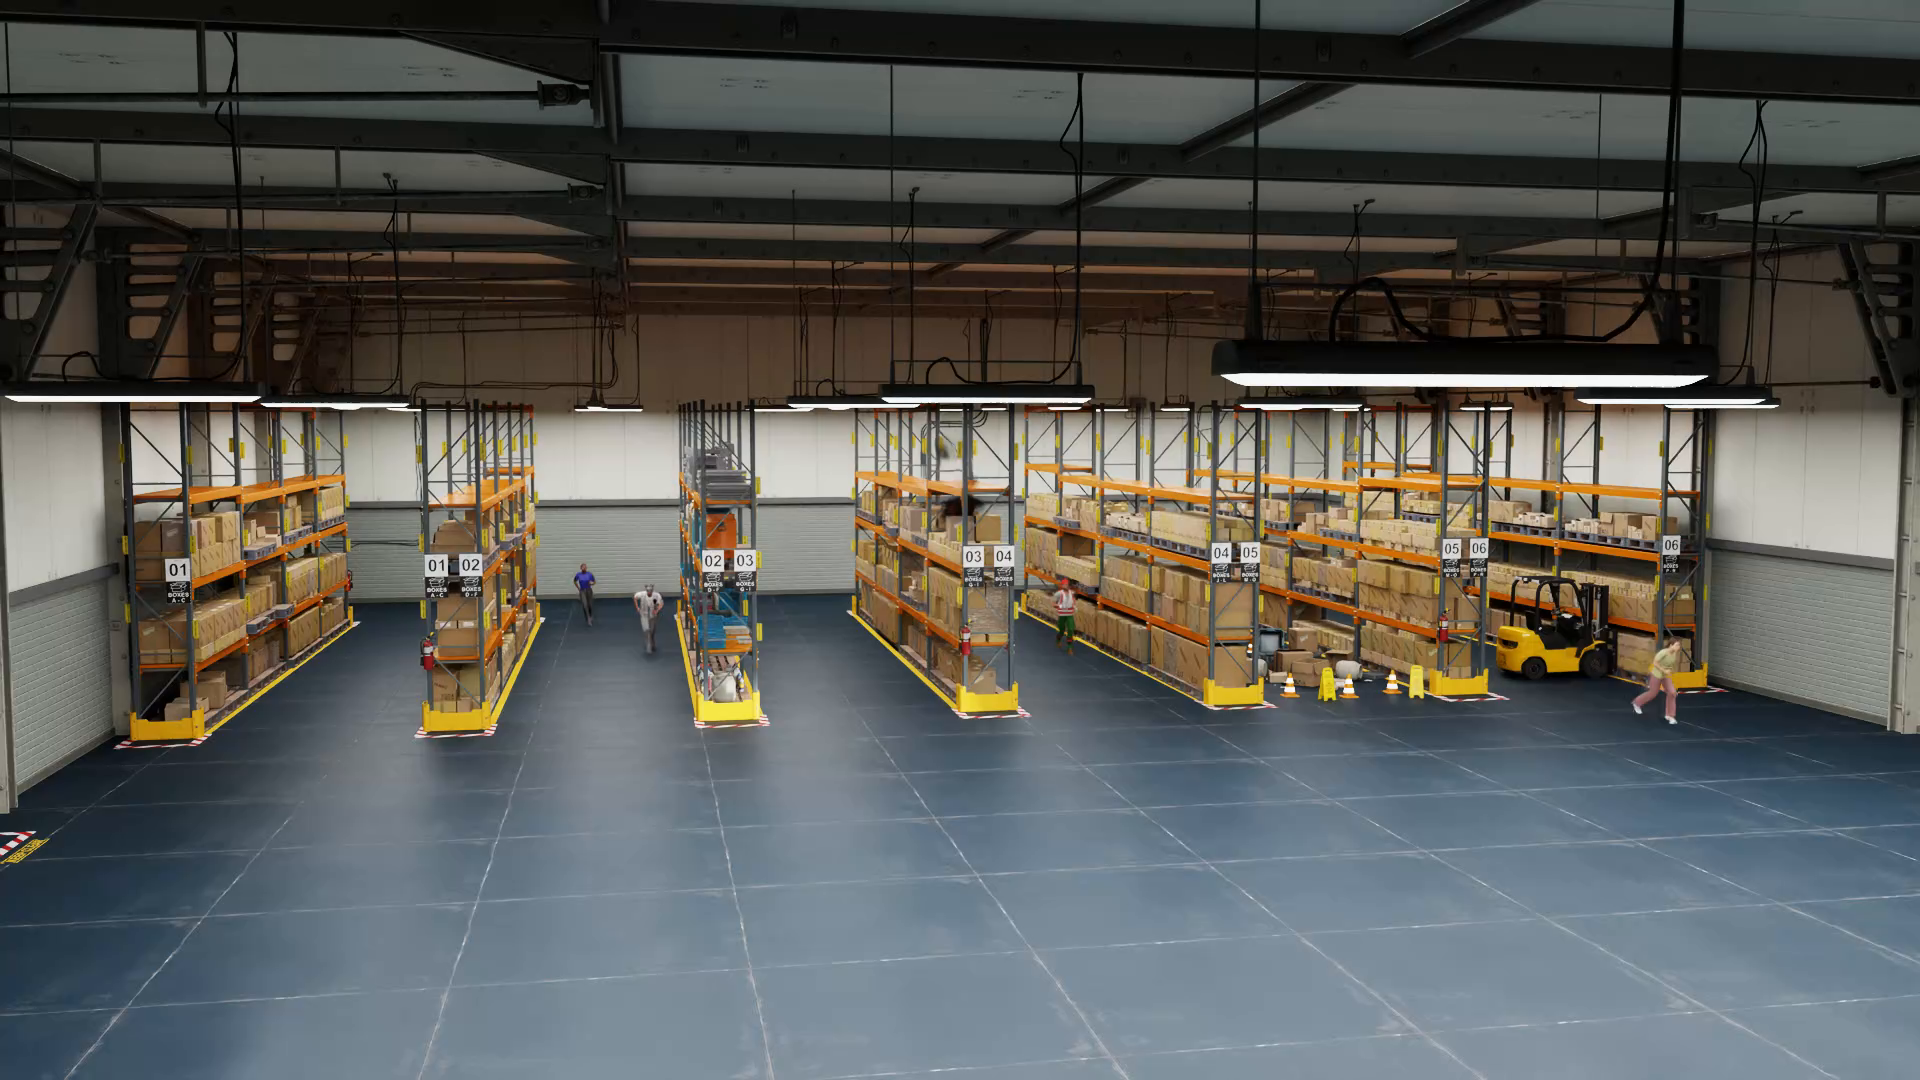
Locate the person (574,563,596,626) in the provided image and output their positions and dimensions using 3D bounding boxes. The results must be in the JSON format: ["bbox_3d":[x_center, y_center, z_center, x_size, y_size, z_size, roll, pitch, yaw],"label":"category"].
[{"bbox_3d":[-10.229,1.476,45.407,0.588,1.687,0.841,-1,5,-18],"label":"person"}]

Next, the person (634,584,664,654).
[{"bbox_3d":[-7.524,1.882,40.256,0.704,1.720,0.990,-1,4,-9],"label":"person"}]

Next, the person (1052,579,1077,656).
[{"bbox_3d":[2.513,1.825,39.807,0.655,1.811,0.991,-1,4,-14],"label":"person"}]

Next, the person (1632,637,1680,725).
[{"bbox_3d":[13.063,2.596,31.128,0.613,1.624,0.964,-3,5,-34],"label":"person"}]
